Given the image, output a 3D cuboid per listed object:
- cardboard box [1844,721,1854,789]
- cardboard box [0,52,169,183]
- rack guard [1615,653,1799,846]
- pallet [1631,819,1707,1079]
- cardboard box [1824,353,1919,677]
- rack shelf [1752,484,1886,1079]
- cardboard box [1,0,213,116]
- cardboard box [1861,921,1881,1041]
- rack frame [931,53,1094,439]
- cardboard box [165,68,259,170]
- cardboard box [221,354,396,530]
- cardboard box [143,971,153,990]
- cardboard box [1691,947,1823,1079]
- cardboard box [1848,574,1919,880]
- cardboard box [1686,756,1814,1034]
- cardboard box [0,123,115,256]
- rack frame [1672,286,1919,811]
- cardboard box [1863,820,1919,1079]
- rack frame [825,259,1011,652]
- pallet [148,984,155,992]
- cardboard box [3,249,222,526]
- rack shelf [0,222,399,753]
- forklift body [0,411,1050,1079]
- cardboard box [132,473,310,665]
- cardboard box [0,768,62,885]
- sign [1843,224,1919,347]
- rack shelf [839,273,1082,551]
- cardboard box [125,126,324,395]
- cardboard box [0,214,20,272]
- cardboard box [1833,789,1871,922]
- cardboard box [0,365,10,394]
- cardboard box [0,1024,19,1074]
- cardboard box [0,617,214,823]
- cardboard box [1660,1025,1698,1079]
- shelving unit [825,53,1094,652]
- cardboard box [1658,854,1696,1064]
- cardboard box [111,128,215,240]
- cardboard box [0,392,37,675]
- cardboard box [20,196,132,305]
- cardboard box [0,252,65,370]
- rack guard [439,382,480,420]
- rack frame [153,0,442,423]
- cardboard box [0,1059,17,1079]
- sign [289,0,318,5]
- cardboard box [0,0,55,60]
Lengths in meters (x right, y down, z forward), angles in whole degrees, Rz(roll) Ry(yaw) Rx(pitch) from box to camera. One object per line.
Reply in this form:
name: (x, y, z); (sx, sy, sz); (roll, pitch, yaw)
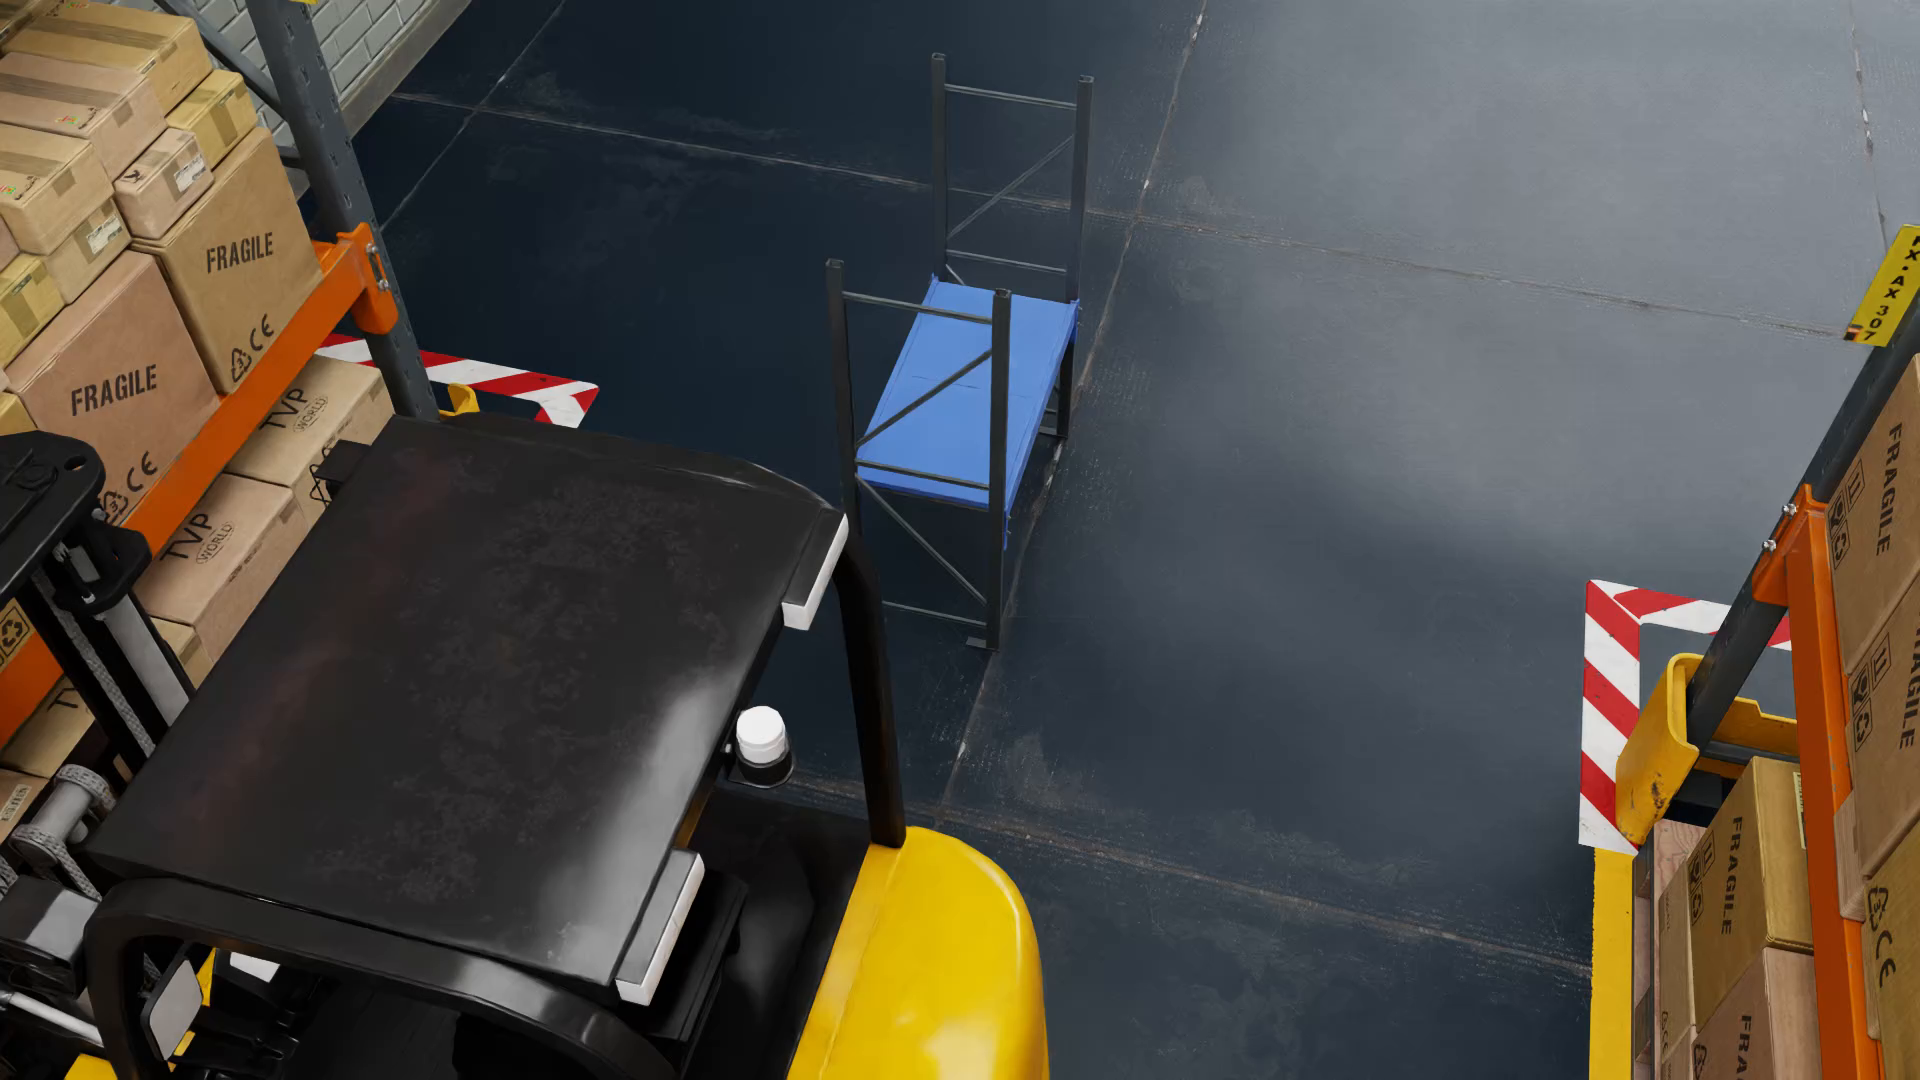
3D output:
cardboard box: (2.095, 0.487, 3.487); (0.380, 0.149, 0.250); (10, 49, 9)
cardboard box: (-2.131, -1.000, 3.934); (0.380, 0.149, 0.250); (12, 50, 10)
rack guard: (2.565, 0.720, 4.781); (1.175, 0.500, 0.348); (12, 50, 10)
pallet: (2.317, 1.396, 4.377); (1.003, 0.211, 1.213); (12, 50, 10)
cardboard box: (2.193, -0.006, 3.490); (0.500, 0.500, 0.500); (11, 49, 9)
rack shelf: (2.058, 1.522, 2.886); (1.077, 0.370, 4.000); (12, 50, 10)
cardboard box: (-2.096, -1.185, 4.097); (0.380, 0.149, 0.250); (12, 50, 10)
cardboard box: (1.948, 0.855, 3.162); (0.380, 0.149, 0.250); (13, 50, 11)
rack frame: (0.156, -0.926, 5.567); (0.500, 1.500, 0.032); (12, 50, 10)
cardboard box: (-2.026, -1.081, 4.204); (0.380, 0.149, 0.250); (12, 50, 11)
cardboard box: (-2.025, -0.304, 4.905); (0.500, 0.250, 0.500); (13, 50, 11)
cardboard box: (-2.419, 1.132, 4.304); (0.500, 0.250, 0.500); (13, 50, 11)
cardboard box: (1.967, 1.286, 3.668); (0.500, 0.500, 0.500); (10, 49, 9)
cardboard box: (2.059, 0.369, 3.158); (0.500, 0.500, 0.500); (13, 50, 11)
cardboard box: (2.100, 0.907, 4.003); (0.500, 0.500, 0.500); (10, 49, 9)
cardboard box: (-2.174, -0.805, 3.763); (0.380, 0.149, 0.250); (13, 50, 11)
rack frame: (2.585, -0.162, 3.893); (1.000, 3.000, 0.127); (12, 50, 10)
cardboard box: (1.926, 0.738, 2.833); (0.500, 0.500, 0.500); (11, 49, 9)
rack frame: (-0.111, -0.190, 4.918); (0.500, 1.500, 0.032); (12, 50, 10)
pallet: (-2.689, 1.225, 4.528); (1.003, 0.211, 1.213); (12, 50, 10)
cardboard box: (-2.227, -0.391, 4.028); (0.500, 0.500, 0.500); (13, 50, 11)
rack shelf: (-2.731, 0.546, 3.748); (1.077, 0.370, 4.000); (12, 50, 10)
forklift body: (-0.944, 0.873, 3.545); (2.313, 2.155, 1.214); (12, 50, 10)
cardboard box: (-2.154, 0.066, 4.578); (0.500, 0.250, 0.500); (12, 50, 11)
cardboard box: (-2.418, 0.798, 3.932); (0.500, 0.250, 0.500); (11, 49, 9)
sign: (2.061, -0.556, 3.662); (0.100, 0.325, 0.005); (12, 50, 10)
rack shelf: (0.022, -0.439, 5.377); (0.538, 0.185, 1.000); (12, 50, 10)
cardboard box: (-2.081, -0.764, 4.357); (0.500, 0.500, 0.500); (11, 49, 9)
cardboard box: (-2.311, -0.640, 3.617); (0.380, 0.149, 0.250); (12, 50, 10)
cardboard box: (1.984, 0.661, 3.333); (0.380, 0.149, 0.250); (12, 50, 11)
cardboard box: (-2.293, -0.335, 3.546); (0.380, 0.149, 0.250); (10, 49, 9)
cardboard box: (-2.425, 0.979, 4.105); (0.500, 0.250, 0.500); (11, 50, 10)
cardboard box: (-2.277, 0.433, 4.254); (0.500, 0.250, 0.500); (12, 50, 11)
cardboard box: (1.964, 1.505, 3.975); (0.500, 0.250, 0.500); (13, 50, 11)
shelving unit: (0.022, -0.558, 5.242); (0.538, 1.500, 1.048); (12, 50, 10)
cardboard box: (2.106, 1.137, 4.299); (0.500, 0.250, 0.500); (11, 50, 10)
cardboard box: (-2.064, -0.890, 4.036); (0.380, 0.149, 0.250); (12, 50, 11)
cardboard box: (-2.361, -0.020, 3.701); (0.500, 0.500, 0.500); (11, 49, 9)
cardboard box: (-2.192, -0.714, 3.881); (0.380, 0.149, 0.250); (12, 50, 11)
cardboard box: (-2.268, -0.537, 3.724); (0.380, 0.149, 0.250); (11, 50, 10)
rack guard: (-2.199, -0.329, 5.707); (1.175, 0.500, 0.348); (12, 50, 10)
rack frame: (-2.205, -1.139, 4.755); (1.000, 3.000, 0.127); (12, 50, 10)
cardboard box: (-2.558, 1.345, 3.783); (0.500, 0.250, 0.500); (11, 50, 10)
sign: (-1.685, -1.484, 4.128); (0.100, 0.325, 0.005); (12, 50, 10)
cardboard box: (-2.499, -1.285, 4.185); (0.380, 0.149, 0.250); (11, 49, 9)
